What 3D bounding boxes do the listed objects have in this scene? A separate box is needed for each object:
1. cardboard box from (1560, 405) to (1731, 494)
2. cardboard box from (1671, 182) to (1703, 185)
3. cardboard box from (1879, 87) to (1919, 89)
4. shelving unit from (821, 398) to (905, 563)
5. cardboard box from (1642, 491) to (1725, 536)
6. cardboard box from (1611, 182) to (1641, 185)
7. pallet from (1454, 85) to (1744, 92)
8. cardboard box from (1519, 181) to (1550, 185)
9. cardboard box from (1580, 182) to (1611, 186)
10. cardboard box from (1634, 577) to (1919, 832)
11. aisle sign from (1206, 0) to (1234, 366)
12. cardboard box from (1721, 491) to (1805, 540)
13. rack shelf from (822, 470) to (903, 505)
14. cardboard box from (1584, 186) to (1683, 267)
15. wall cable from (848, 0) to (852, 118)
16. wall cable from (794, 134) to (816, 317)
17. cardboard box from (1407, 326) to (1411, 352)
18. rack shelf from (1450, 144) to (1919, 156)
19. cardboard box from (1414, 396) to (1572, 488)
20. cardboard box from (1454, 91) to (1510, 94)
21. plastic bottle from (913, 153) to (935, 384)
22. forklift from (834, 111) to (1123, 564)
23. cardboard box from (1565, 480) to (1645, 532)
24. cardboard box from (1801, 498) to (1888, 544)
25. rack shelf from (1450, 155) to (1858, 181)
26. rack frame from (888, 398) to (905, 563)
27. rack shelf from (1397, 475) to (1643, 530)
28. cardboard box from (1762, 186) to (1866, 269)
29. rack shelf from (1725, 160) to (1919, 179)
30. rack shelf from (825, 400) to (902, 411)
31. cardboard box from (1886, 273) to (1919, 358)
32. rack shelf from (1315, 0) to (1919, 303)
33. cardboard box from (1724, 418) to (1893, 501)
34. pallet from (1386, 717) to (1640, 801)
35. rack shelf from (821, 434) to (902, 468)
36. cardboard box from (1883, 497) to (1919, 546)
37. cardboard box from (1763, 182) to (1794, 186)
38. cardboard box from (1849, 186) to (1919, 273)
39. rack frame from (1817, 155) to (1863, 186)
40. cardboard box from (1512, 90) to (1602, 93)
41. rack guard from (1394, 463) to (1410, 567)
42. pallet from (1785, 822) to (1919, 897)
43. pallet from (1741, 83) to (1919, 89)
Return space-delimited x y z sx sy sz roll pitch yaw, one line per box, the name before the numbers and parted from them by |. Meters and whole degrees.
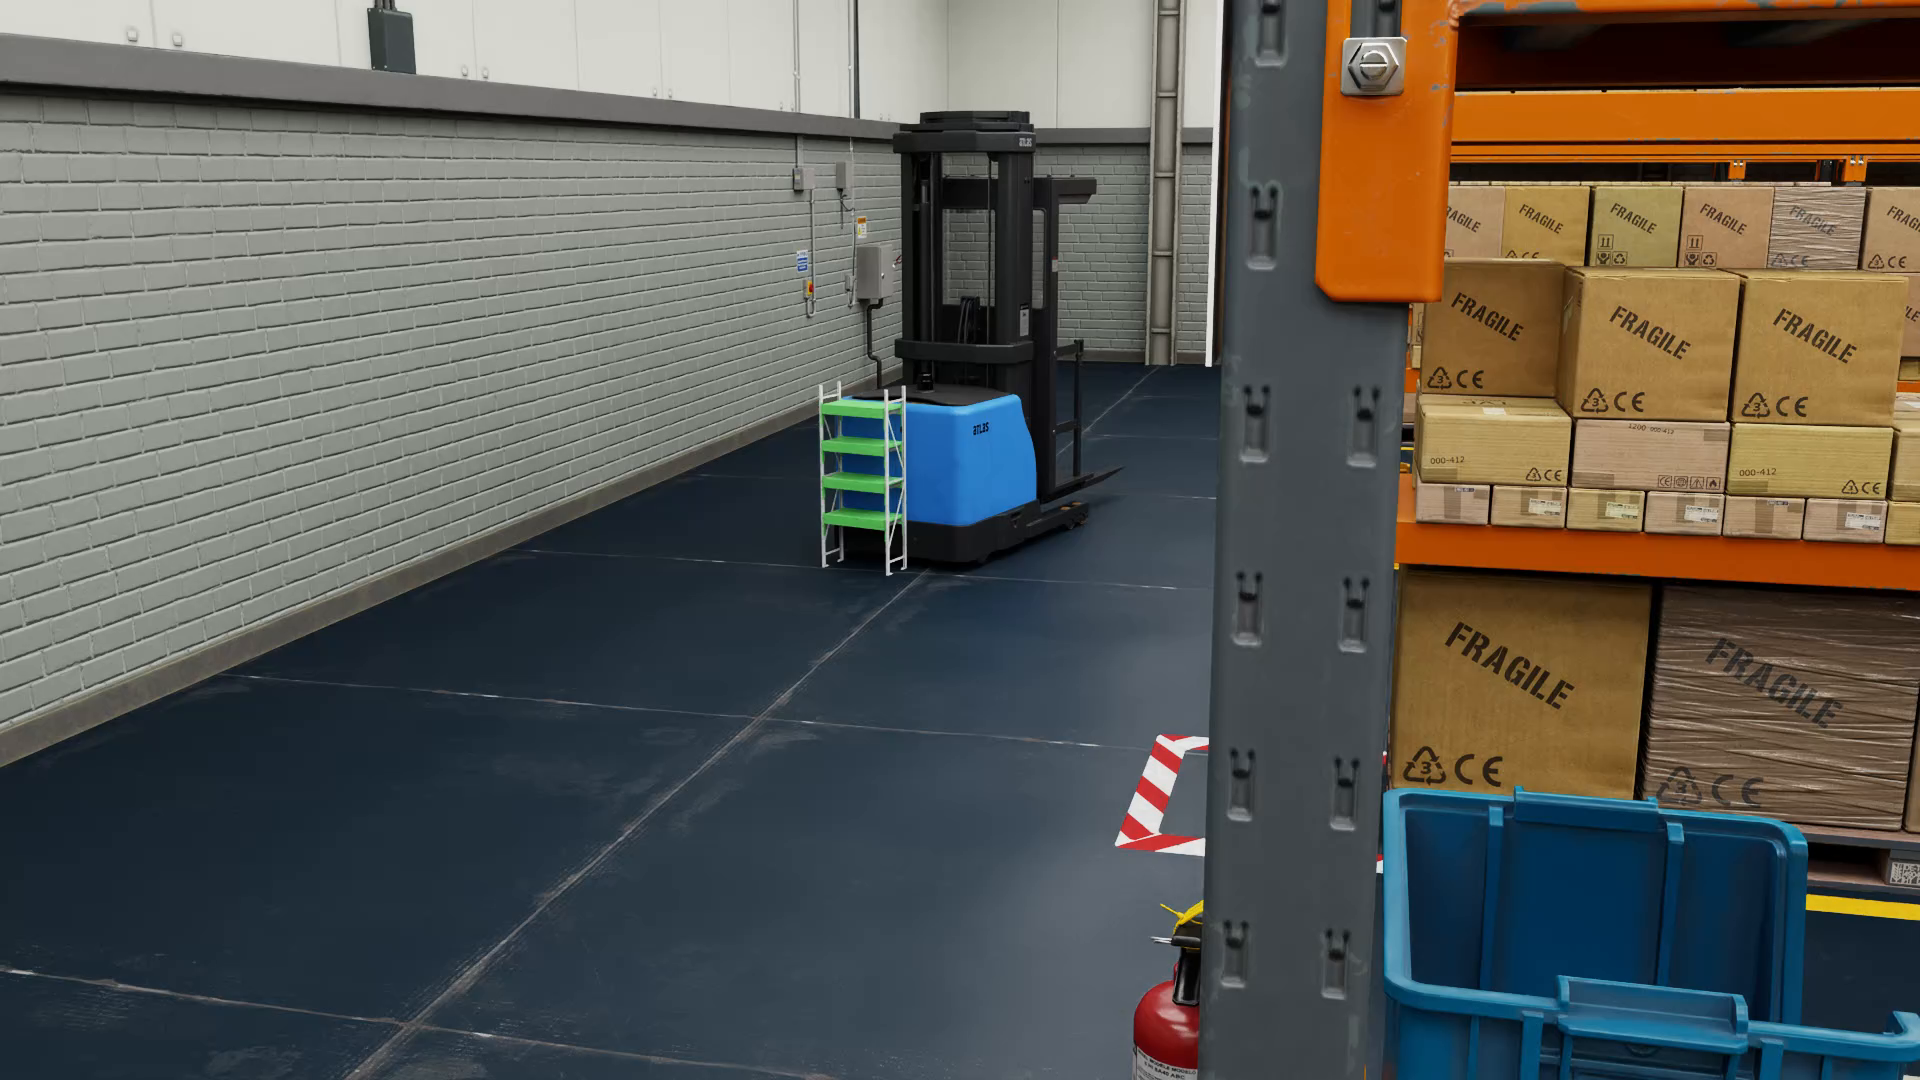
cardboard box | 2.459 -0.345 6.021 0.500 0.250 0.500 3 13 13
cardboard box | 6.462 -3.125 14.858 0.250 0.149 0.380 3 13 13
cardboard box | 5.698 -2.598 9.941 0.500 0.250 0.500 3 13 13
shelving unit | -0.624 -0.403 10.778 0.487 1.046 0.258 7 14 28
cardboard box | 2.568 -0.130 5.974 0.250 0.149 0.380 3 13 13
cardboard box | 5.965 -3.148 14.961 0.250 0.149 0.380 3 13 14
pallet | 2.274 -1.765 6.042 1.213 0.211 1.003 3 13 14
cardboard box | 5.228 -3.192 15.160 0.250 0.149 0.380 3 13 14
cardboard box | 5.699 -3.152 14.976 0.250 0.149 0.380 3 13 12
cardboard box | 3.075 0.516 6.419 0.875 0.875 0.875 3 13 14
aisle sign | 0.223 -0.549 1.280 0.004 0.787 0.394 3 13 14
cardboard box | 2.815 -0.117 5.914 0.250 0.149 0.380 3 13 12
rack shelf | -0.627 -0.341 10.794 0.480 0.148 0.258 7 14 28
cardboard box | 4.201 -1.964 10.436 0.500 0.500 0.500 3 13 12
wall cable | -1.482 -5.787 17.040 0.029 3.000 2.355 3 13 14
wall cable | -1.555 -3.263 17.097 0.123 1.953 0.585 3 13 14
cardboard box | 5.682 -2.443 20.612 0.637 0.503 0.797 3 13 11
rack shelf | 4.779 -2.427 10.484 4.000 0.370 1.077 3 13 14
cardboard box | 1.952 -0.370 6.137 0.500 0.250 0.500 3 13 12
cardboard box | 3.212 -2.732 10.543 0.500 0.250 0.500 4 13 16
plastic bottle | 7.178 -1.269 10.530 15.095 2.616 20.093 3 13 14
forklift | 0.296 -1.550 11.951 1.130 2.935 3.031 7 14 28
cardboard box | 2.315 -0.143 6.034 0.250 0.149 0.380 3 13 12
cardboard box | 3.065 -0.103 5.854 0.250 0.149 0.380 3 13 13
rack shelf | 5.867 -3.473 15.199 4.000 0.370 1.077 3 13 14
rack frame | -0.412 -0.378 10.668 0.006 1.046 0.228 7 14 28
rack shelf | 3.493 -0.055 6.102 3.809 0.052 0.919 3 13 14
cardboard box | 5.203 -1.915 10.214 0.500 0.500 0.500 3 13 15
rack shelf | 10.936 -4.310 18.969 4.000 0.370 1.077 3 13 14
rack shelf | -0.627 -0.861 10.678 0.457 0.021 0.221 7 14 28
cardboard box | 5.680 -1.397 10.188 0.500 0.500 0.500 3 13 12
rack shelf | 2.306 -0.348 1.112 4.000 0.370 1.077 3 13 14
cardboard box | 2.946 -0.318 5.901 0.500 0.250 0.500 3 13 12
pallet | 2.346 1.006 6.710 1.213 0.211 1.003 3 13 14
rack shelf | -0.627 -0.575 10.742 0.480 0.148 0.258 7 14 28
cardboard box | 3.310 -0.090 5.794 0.250 0.149 0.380 3 13 12
cardboard box | 7.204 -3.096 14.724 0.250 0.149 0.380 3 13 15
cardboard box | 5.697 -1.886 10.081 0.500 0.500 0.500 3 13 12
rack frame | 7.809 -2.256 14.978 0.127 3.000 1.000 3 13 14
cardboard box | 3.722 -2.704 10.415 0.500 0.250 0.500 3 13 15
rack guard | 2.911 -0.193 11.451 0.348 0.500 1.175 3 13 14
pallet | 3.527 1.070 6.423 1.213 0.211 1.003 3 13 14
pallet | 3.462 -1.702 5.759 1.213 0.211 1.003 3 13 14
